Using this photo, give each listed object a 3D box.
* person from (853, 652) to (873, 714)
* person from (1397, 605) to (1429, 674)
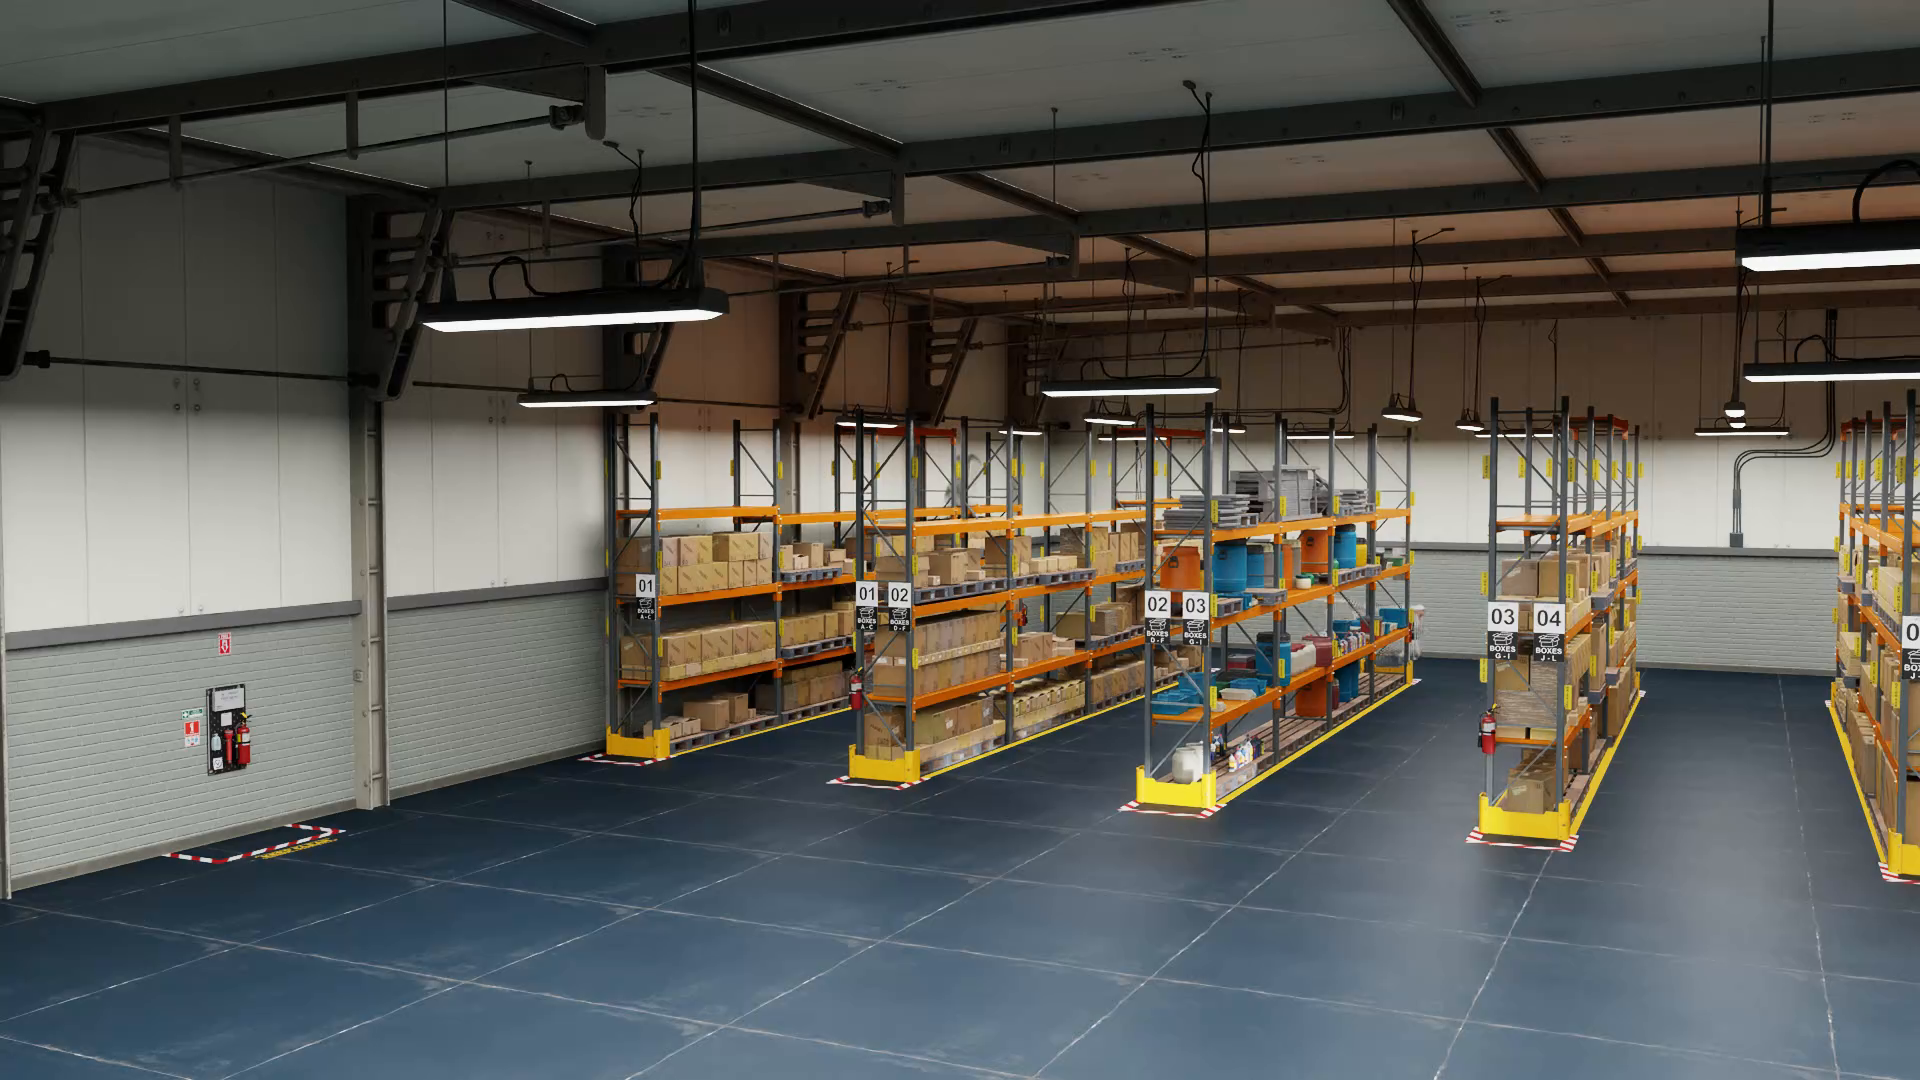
[{"bbox_3d":[-1.821,2.896,31.865,0.524,1.524,0.742,0,2,6],"label":"person"},{"bbox_3d":[11.159,2.439,40.967,0.745,1.707,0.652,2,3,35],"label":"person"}]
